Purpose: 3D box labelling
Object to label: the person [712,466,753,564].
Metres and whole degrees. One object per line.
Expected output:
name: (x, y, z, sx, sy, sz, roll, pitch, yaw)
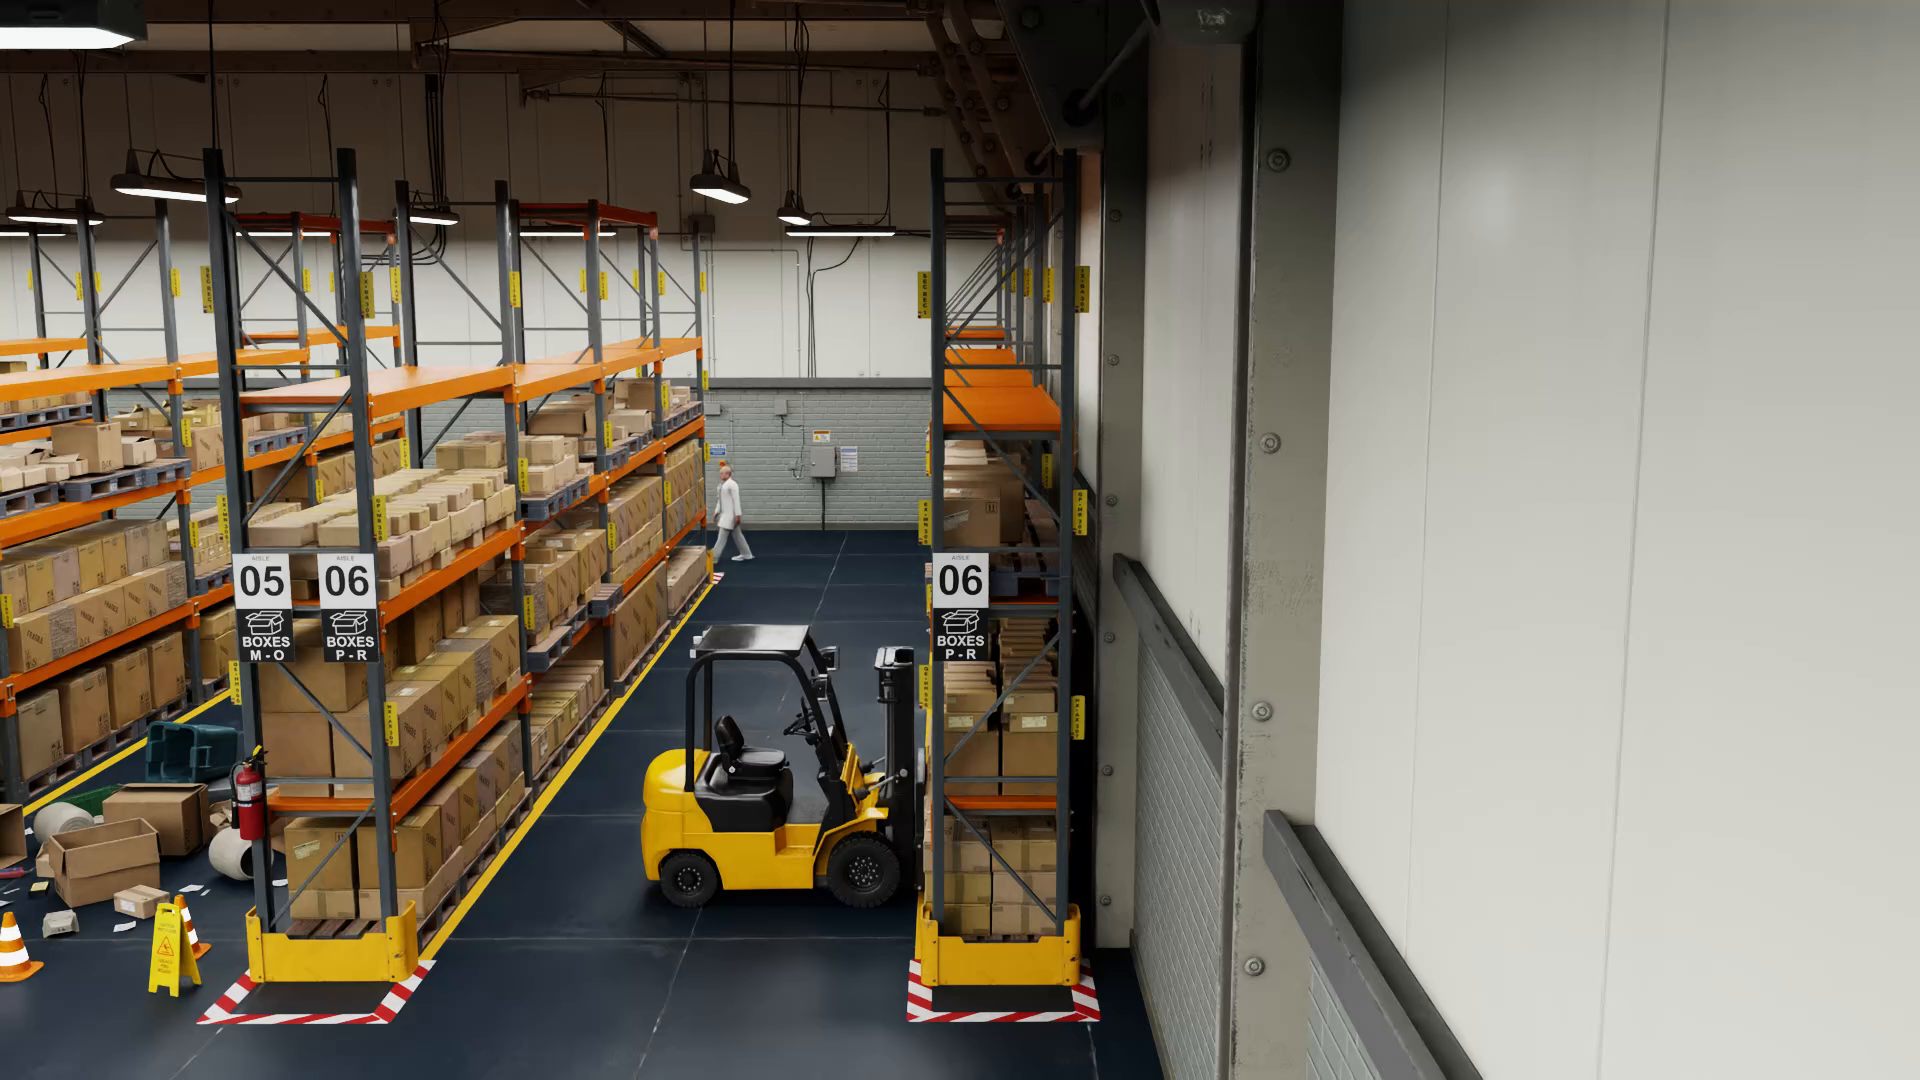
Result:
person: (-4.203, -0.456, 29.754, 1.000, 1.744, 0.633, -4, 10, -24)
